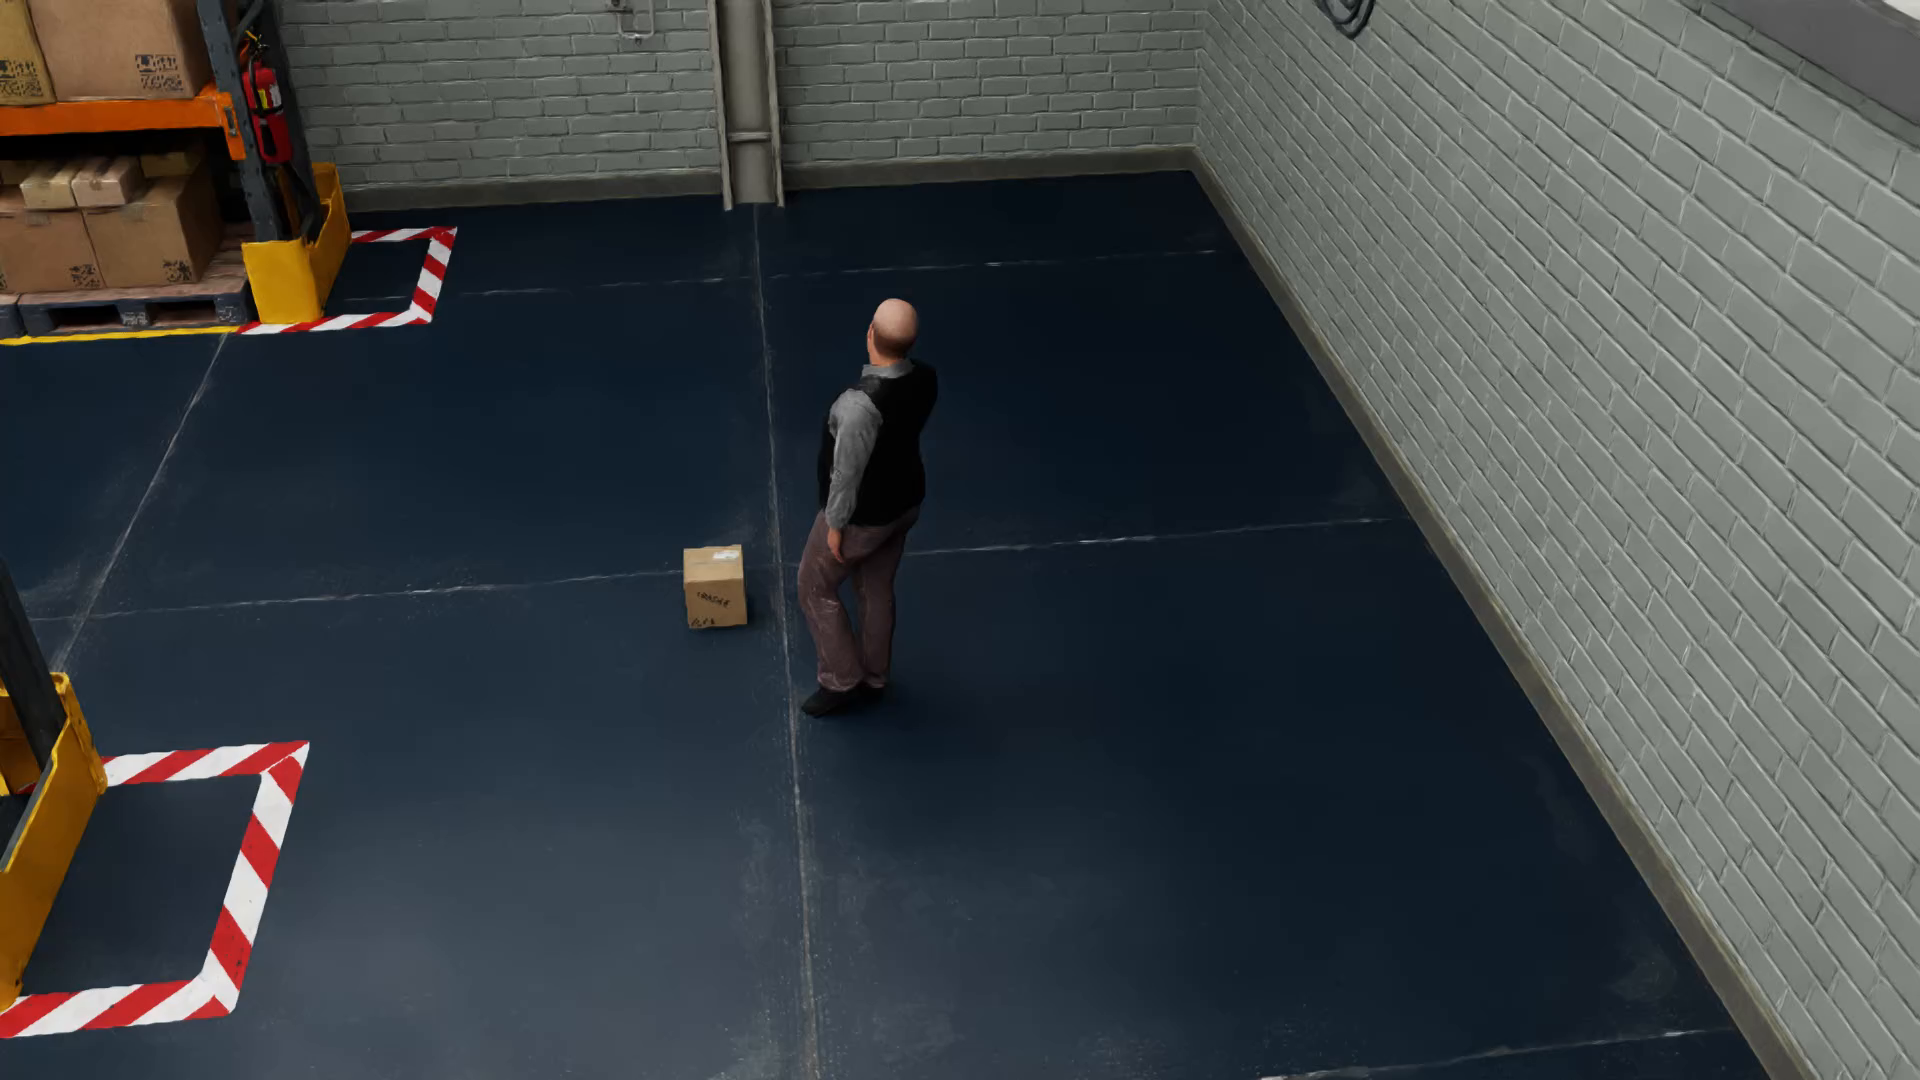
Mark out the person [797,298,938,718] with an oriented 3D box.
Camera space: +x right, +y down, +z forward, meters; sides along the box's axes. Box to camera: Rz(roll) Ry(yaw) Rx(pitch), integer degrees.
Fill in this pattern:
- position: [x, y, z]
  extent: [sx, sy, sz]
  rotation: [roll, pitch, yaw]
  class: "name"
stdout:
- position: [-0.381, -0.104, 6.367]
  extent: [0.460, 1.761, 0.614]
  rotation: [22, 40, 28]
  class: "person"
